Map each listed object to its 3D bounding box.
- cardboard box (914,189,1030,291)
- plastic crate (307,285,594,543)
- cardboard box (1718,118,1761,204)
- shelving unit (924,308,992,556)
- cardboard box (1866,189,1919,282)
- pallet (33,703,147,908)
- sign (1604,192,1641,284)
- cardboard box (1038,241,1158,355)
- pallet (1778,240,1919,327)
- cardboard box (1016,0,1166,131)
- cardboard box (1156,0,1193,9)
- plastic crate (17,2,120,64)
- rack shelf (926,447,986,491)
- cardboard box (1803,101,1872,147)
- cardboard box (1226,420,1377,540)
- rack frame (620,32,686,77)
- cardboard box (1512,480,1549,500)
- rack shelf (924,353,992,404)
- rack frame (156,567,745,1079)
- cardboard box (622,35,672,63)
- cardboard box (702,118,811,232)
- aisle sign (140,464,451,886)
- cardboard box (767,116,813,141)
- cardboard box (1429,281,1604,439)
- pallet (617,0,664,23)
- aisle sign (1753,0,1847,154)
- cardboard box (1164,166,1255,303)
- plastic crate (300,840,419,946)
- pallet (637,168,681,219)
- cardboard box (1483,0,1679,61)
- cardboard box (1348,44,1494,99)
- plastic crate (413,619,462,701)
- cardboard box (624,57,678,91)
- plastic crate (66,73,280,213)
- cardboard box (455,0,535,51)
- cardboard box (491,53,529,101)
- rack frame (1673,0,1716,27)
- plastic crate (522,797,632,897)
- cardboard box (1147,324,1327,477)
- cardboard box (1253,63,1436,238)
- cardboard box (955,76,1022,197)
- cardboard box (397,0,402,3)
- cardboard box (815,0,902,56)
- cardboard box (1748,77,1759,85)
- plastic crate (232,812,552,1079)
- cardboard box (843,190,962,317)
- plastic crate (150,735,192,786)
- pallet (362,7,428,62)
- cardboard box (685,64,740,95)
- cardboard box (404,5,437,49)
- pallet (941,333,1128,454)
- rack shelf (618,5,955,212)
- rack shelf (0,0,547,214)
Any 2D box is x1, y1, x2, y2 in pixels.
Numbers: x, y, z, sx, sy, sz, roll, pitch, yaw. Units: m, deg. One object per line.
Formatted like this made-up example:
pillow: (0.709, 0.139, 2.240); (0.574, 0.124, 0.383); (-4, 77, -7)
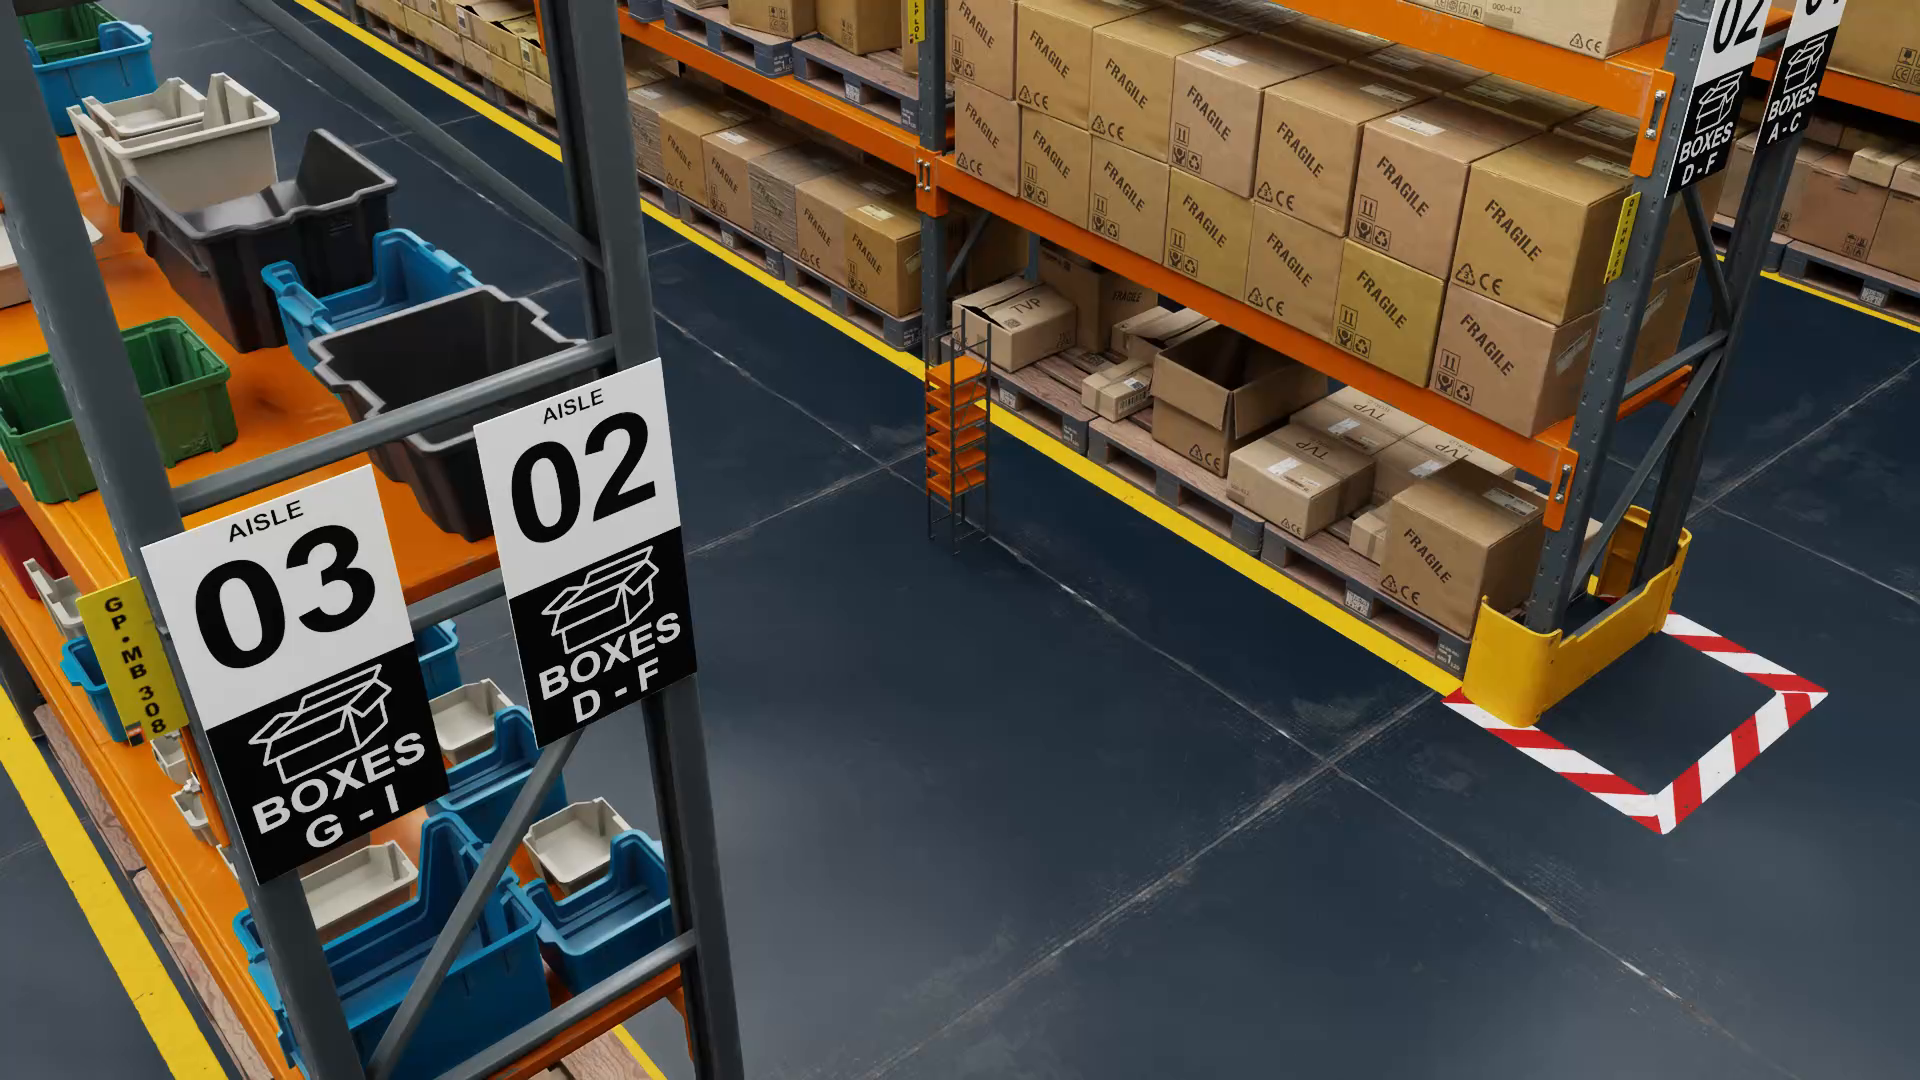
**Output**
cardboard box: (0.074, -1.894, 10.111); (0.500, 0.500, 0.500); (-28, 44, -34)
plastic crate: (-1.040, -0.263, 3.544); (0.497, 0.269, 0.590); (-26, 43, -32)
cardboard box: (5.037, -2.612, 11.142); (0.700, 0.500, 0.500); (-25, 42, -31)
shelving unit: (-0.009, -0.496, 7.912); (0.258, 1.200, 0.189); (-26, 43, -32)
cardboard box: (6.035, -1.936, 10.188); (0.700, 0.500, 0.500); (-26, 43, -32)
pallet: (-3.082, 0.864, 6.848); (1.003, 0.211, 1.213); (-26, 43, -32)
sign: (2.345, -1.067, 5.886); (0.100, 0.325, 0.005); (-26, 43, -32)
cardboard box: (0.785, -1.444, 9.475); (0.500, 0.500, 0.500); (-26, 43, -32)
pallet: (5.988, -1.699, 10.467); (1.003, 0.211, 1.213); (-26, 43, -32)
cardboard box: (0.623, -2.338, 8.005); (0.500, 0.500, 0.500); (-27, 44, -33)
cardboard box: (1.057, -2.527, 8.271); (0.500, 0.500, 0.500); (-27, 43, -33)
plastic crate: (-3.082, -1.648, 5.569); (0.450, 0.188, 0.662); (-26, 43, -32)
rack shelf: (-0.009, -0.362, 8.007); (0.258, 0.103, 0.180); (-26, 43, -32)
cardboard box: (5.615, -2.667, 10.658); (0.380, 0.149, 0.250); (-25, 42, -31)
cardboard box: (1.652, -0.300, 8.077); (0.500, 0.250, 0.500); (-26, 43, -32)
rack frame: (-2.381, -4.196, 11.579); (1.000, 3.000, 0.127); (-26, 43, -32)
cardboard box: (2.613, -0.111, 7.882); (0.380, 0.166, 0.250); (-26, 43, -32)
rack shelf: (-0.009, -0.754, 7.730); (0.258, 0.103, 0.180); (-26, 43, -32)
rack frame: (-1.005, 1.182, 3.986); (1.000, 3.000, 0.127); (-26, 43, -32)
cardboard box: (-2.495, -3.815, 12.572); (0.500, 0.311, 0.500); (-24, 42, -30)
cardboard box: (-1.303, -2.367, 10.779); (0.500, 0.500, 0.500); (-28, 44, -33)
aisle sign: (-1.182, 0.262, 3.036); (0.394, 0.787, 0.004); (-26, 43, -32)
cardboard box: (-0.921, -2.572, 11.069); (0.500, 0.500, 0.500); (-28, 44, -33)
cardboard box: (2.285, -0.801, 6.699); (0.500, 0.500, 0.500); (-25, 42, -30)
pallet: (-1.890, -3.845, 11.249); (1.213, 0.211, 1.003); (-26, 43, -32)
aisle sign: (3.050, -1.804, 5.953); (0.394, 0.787, 0.004); (-26, 43, -32)
cardboard box: (1.304, -1.474, 7.649); (0.500, 0.500, 0.500); (-27, 43, -32)
plastic crate: (-1.669, 0.972, 4.458); (0.396, 0.136, 0.243); (-26, 43, -32)
pallet: (-1.928, -2.714, 11.900); (1.003, 0.211, 1.213); (-26, 43, -32)
cardboard box: (2.249, -1.955, 5.950); (0.500, 0.250, 0.500); (-26, 43, -32)
cardboard box: (2.034, -1.858, 7.326); (0.500, 0.500, 0.500); (-25, 42, -31)
plastic crate: (-1.762, 0.412, 5.165); (0.416, 0.233, 0.300); (-26, 43, -32)
cardboard box: (-2.306, -3.048, 11.740); (0.500, 0.500, 0.500); (-24, 42, -30)
plastic crate: (-2.199, -1.088, 4.698); (0.437, 0.282, 0.530); (-26, 43, -32)
cardboard box: (-3.571, -4.065, 12.924); (0.500, 0.311, 0.500); (-26, 43, -32)
cardboard box: (-3.242, -3.613, 12.772); (0.500, 0.250, 0.500); (-27, 43, -32)
rack frame: (2.782, -3.112, 4.858); (1.000, 3.000, 0.127); (-26, 43, -32)
plastic crate: (-1.056, 0.861, 4.616); (0.250, 0.136, 0.298); (-26, 43, -32)
cardboard box: (1.417, -0.763, 8.512); (0.797, 0.503, 0.637); (-26, 43, -32)
cardboard box: (1.619, -1.657, 7.042); (0.500, 0.500, 0.500); (-25, 42, -31)
cardboard box: (0.321, -2.144, 8.596); (0.500, 0.500, 0.500); (-25, 42, -31)
cardboard box: (-4.567, -4.742, 13.881); (0.500, 0.311, 0.500); (-27, 43, -32)
cardboard box: (-0.427, -3.215, 9.744); (0.700, 0.500, 0.500); (-19, 40, -25)
cardboard box: (5.119, -3.005, 11.136); (0.380, 0.149, 0.250); (-26, 43, -31)
plastic crate: (-1.363, 1.065, 4.069); (0.616, 0.435, 0.499); (-26, 43, -32)
cardboard box: (-0.337, -1.700, 9.838); (0.500, 0.500, 0.500); (-26, 43, -32)
plastic crate: (-2.249, 0.601, 4.982); (0.298, 0.136, 0.250); (-26, 43, -32)
pallet: (-4.457, -4.513, 14.440); (1.003, 0.211, 1.213); (-26, 43, -32)
cardboard box: (-1.559, -3.313, 11.466); (0.500, 0.250, 0.500); (-24, 42, -30)
cardboard box: (-4.226, -4.287, 13.724); (0.500, 0.250, 0.500); (-27, 44, -33)
pallet: (0.643, -0.988, 9.463); (1.003, 0.211, 1.213); (-26, 43, -32)
rack shelf: (-1.090, -3.019, 10.541); (1.077, 0.370, 4.000); (-26, 43, -32)
rack shelf: (-2.295, -1.693, 3.822); (1.077, 0.370, 4.000); (-26, 43, -32)
